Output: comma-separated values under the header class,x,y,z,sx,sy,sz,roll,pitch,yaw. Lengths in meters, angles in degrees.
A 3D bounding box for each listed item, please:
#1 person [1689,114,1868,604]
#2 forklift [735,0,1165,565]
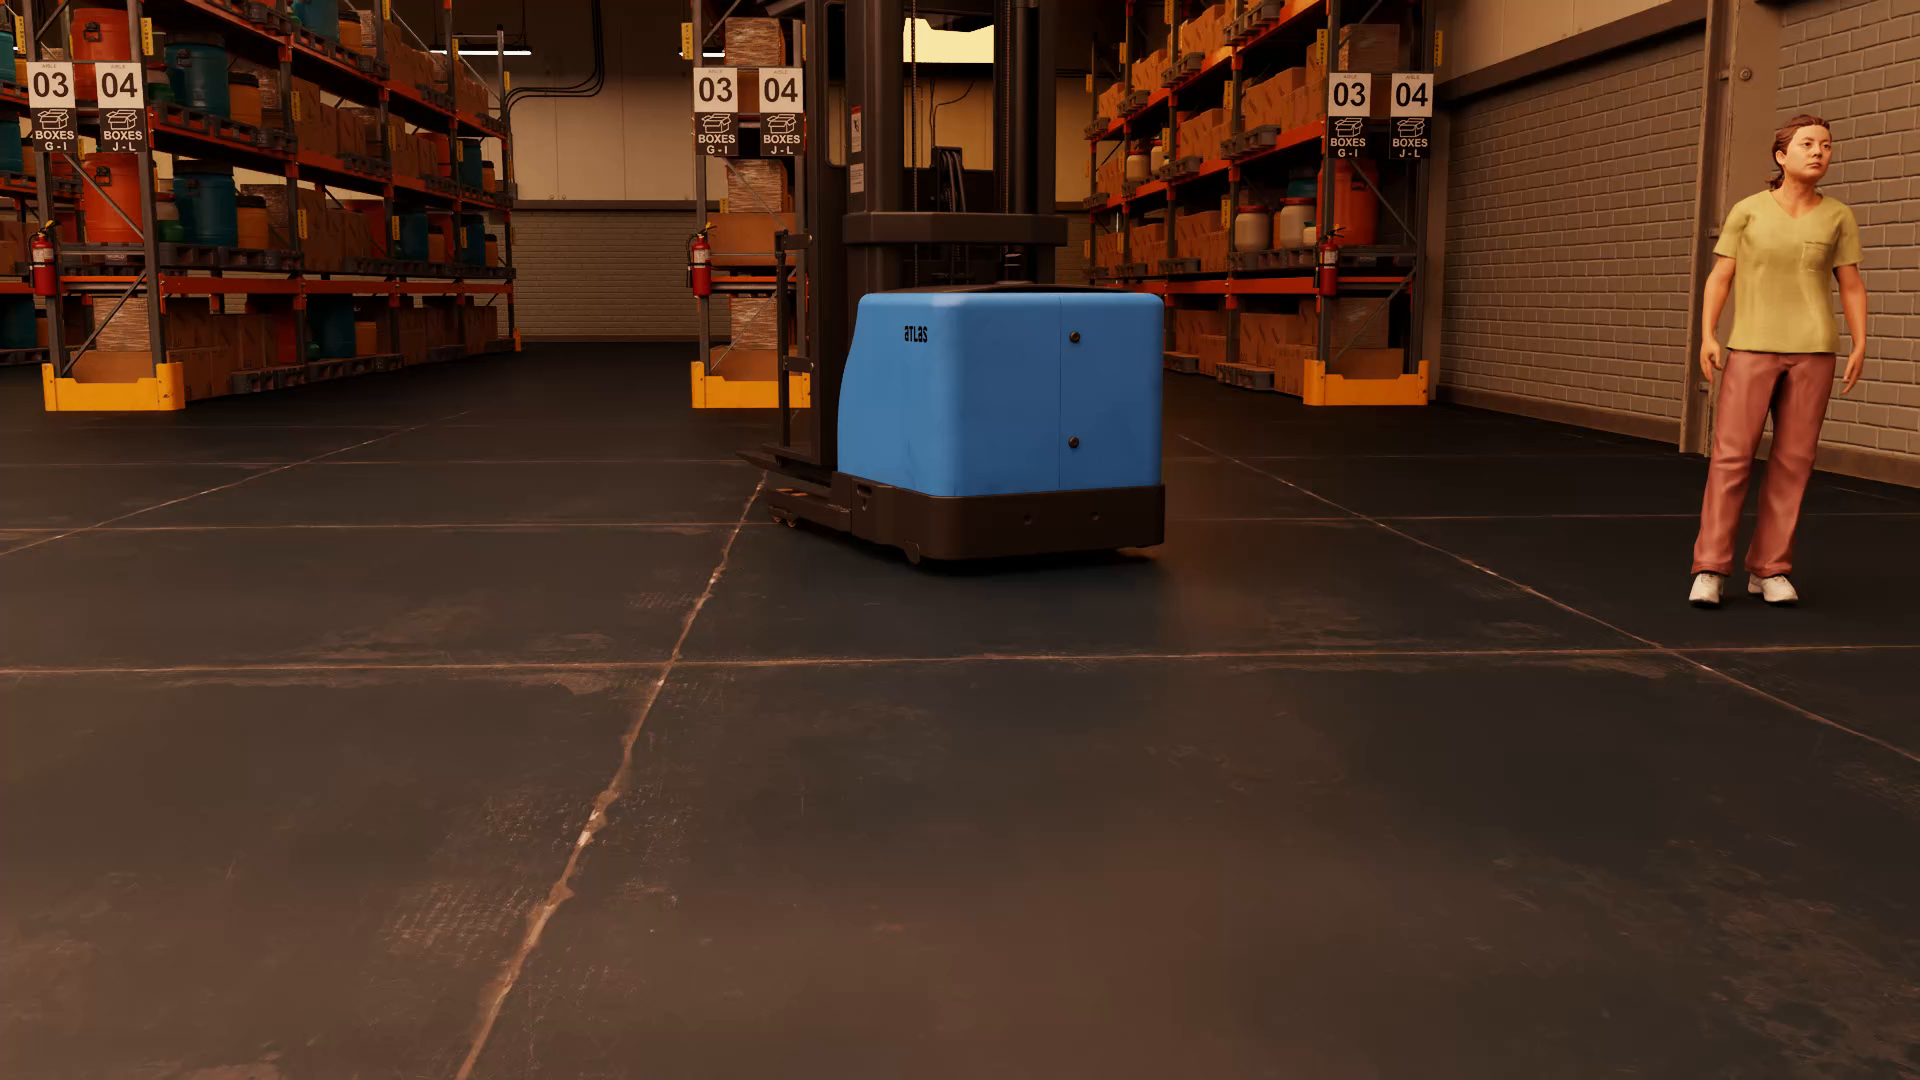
class,x,y,z,sx,sy,sz,roll,pitch,yaw
person,2.848,-0.624,5.757,0.552,1.676,0.551,2,9,16
forklift,-0.264,-1.530,7.637,1.130,2.935,3.031,-4,9,-25
